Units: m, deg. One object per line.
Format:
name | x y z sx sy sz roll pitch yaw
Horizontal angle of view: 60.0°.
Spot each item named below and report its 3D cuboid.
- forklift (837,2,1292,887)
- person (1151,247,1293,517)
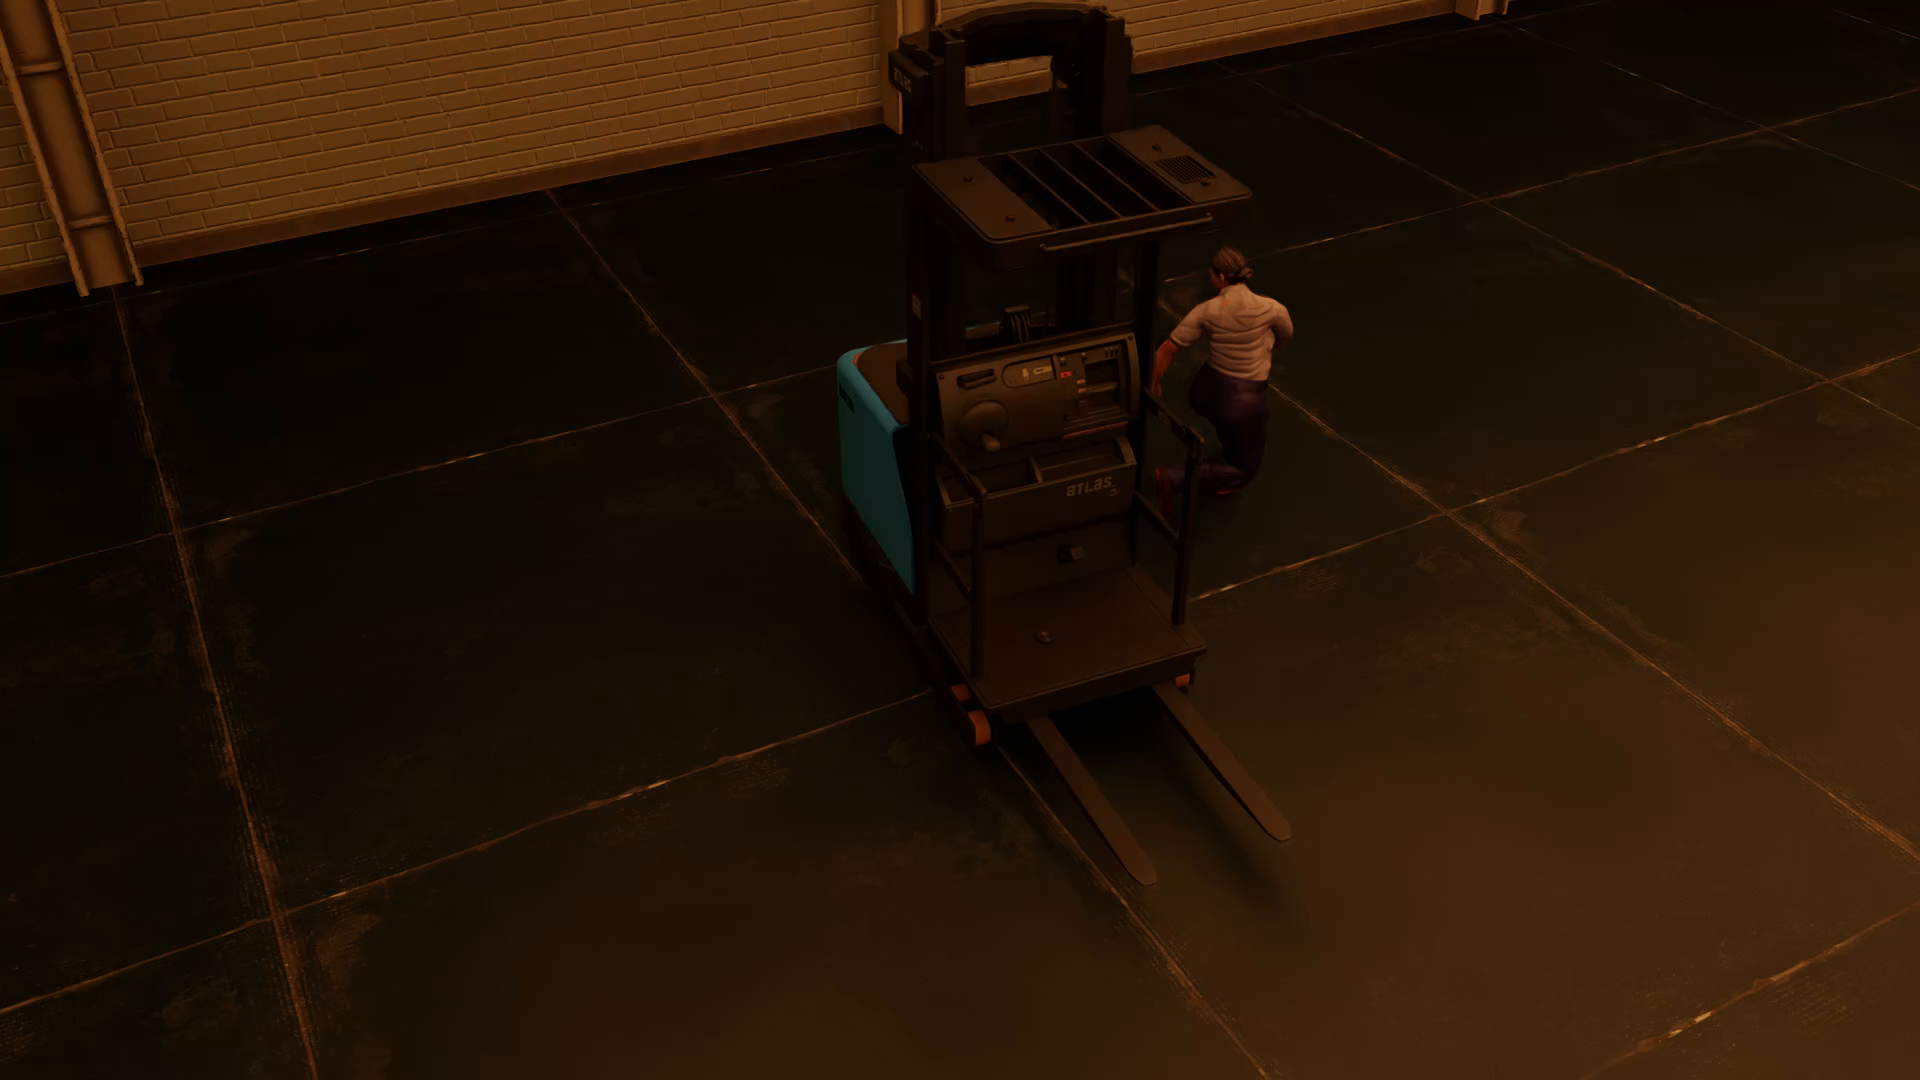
forklift | 0.424 -0.563 6.920 1.130 2.935 3.031 -14 38 -19
person | 1.326 -0.806 8.617 0.846 1.433 0.589 -27 43 -33
